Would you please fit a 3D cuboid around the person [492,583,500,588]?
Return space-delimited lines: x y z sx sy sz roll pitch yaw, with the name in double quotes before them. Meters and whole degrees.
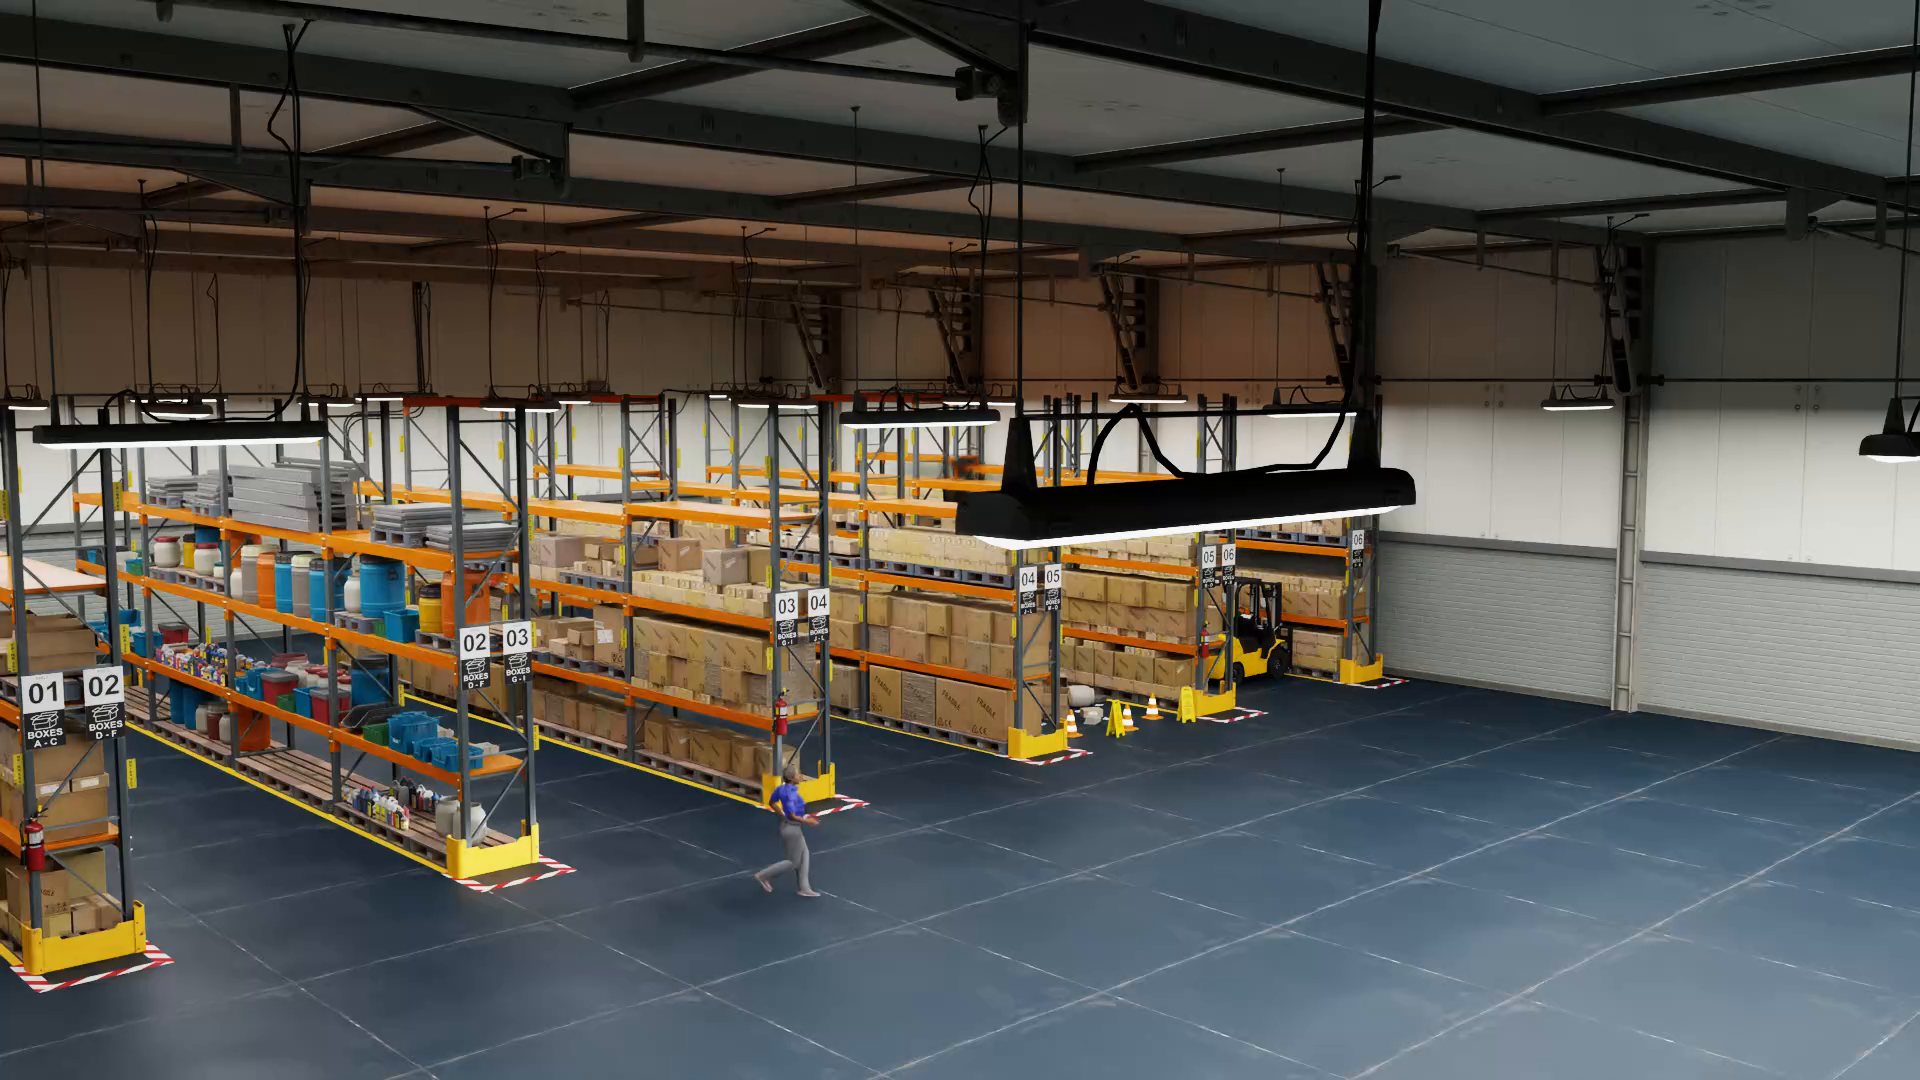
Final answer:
"person" -10.665 1.762 38.373 0.658 1.626 0.491 -4 7 -32

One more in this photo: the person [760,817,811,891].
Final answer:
"person" -2.131 3.847 20.250 0.644 0.927 0.367 -2 6 -17
